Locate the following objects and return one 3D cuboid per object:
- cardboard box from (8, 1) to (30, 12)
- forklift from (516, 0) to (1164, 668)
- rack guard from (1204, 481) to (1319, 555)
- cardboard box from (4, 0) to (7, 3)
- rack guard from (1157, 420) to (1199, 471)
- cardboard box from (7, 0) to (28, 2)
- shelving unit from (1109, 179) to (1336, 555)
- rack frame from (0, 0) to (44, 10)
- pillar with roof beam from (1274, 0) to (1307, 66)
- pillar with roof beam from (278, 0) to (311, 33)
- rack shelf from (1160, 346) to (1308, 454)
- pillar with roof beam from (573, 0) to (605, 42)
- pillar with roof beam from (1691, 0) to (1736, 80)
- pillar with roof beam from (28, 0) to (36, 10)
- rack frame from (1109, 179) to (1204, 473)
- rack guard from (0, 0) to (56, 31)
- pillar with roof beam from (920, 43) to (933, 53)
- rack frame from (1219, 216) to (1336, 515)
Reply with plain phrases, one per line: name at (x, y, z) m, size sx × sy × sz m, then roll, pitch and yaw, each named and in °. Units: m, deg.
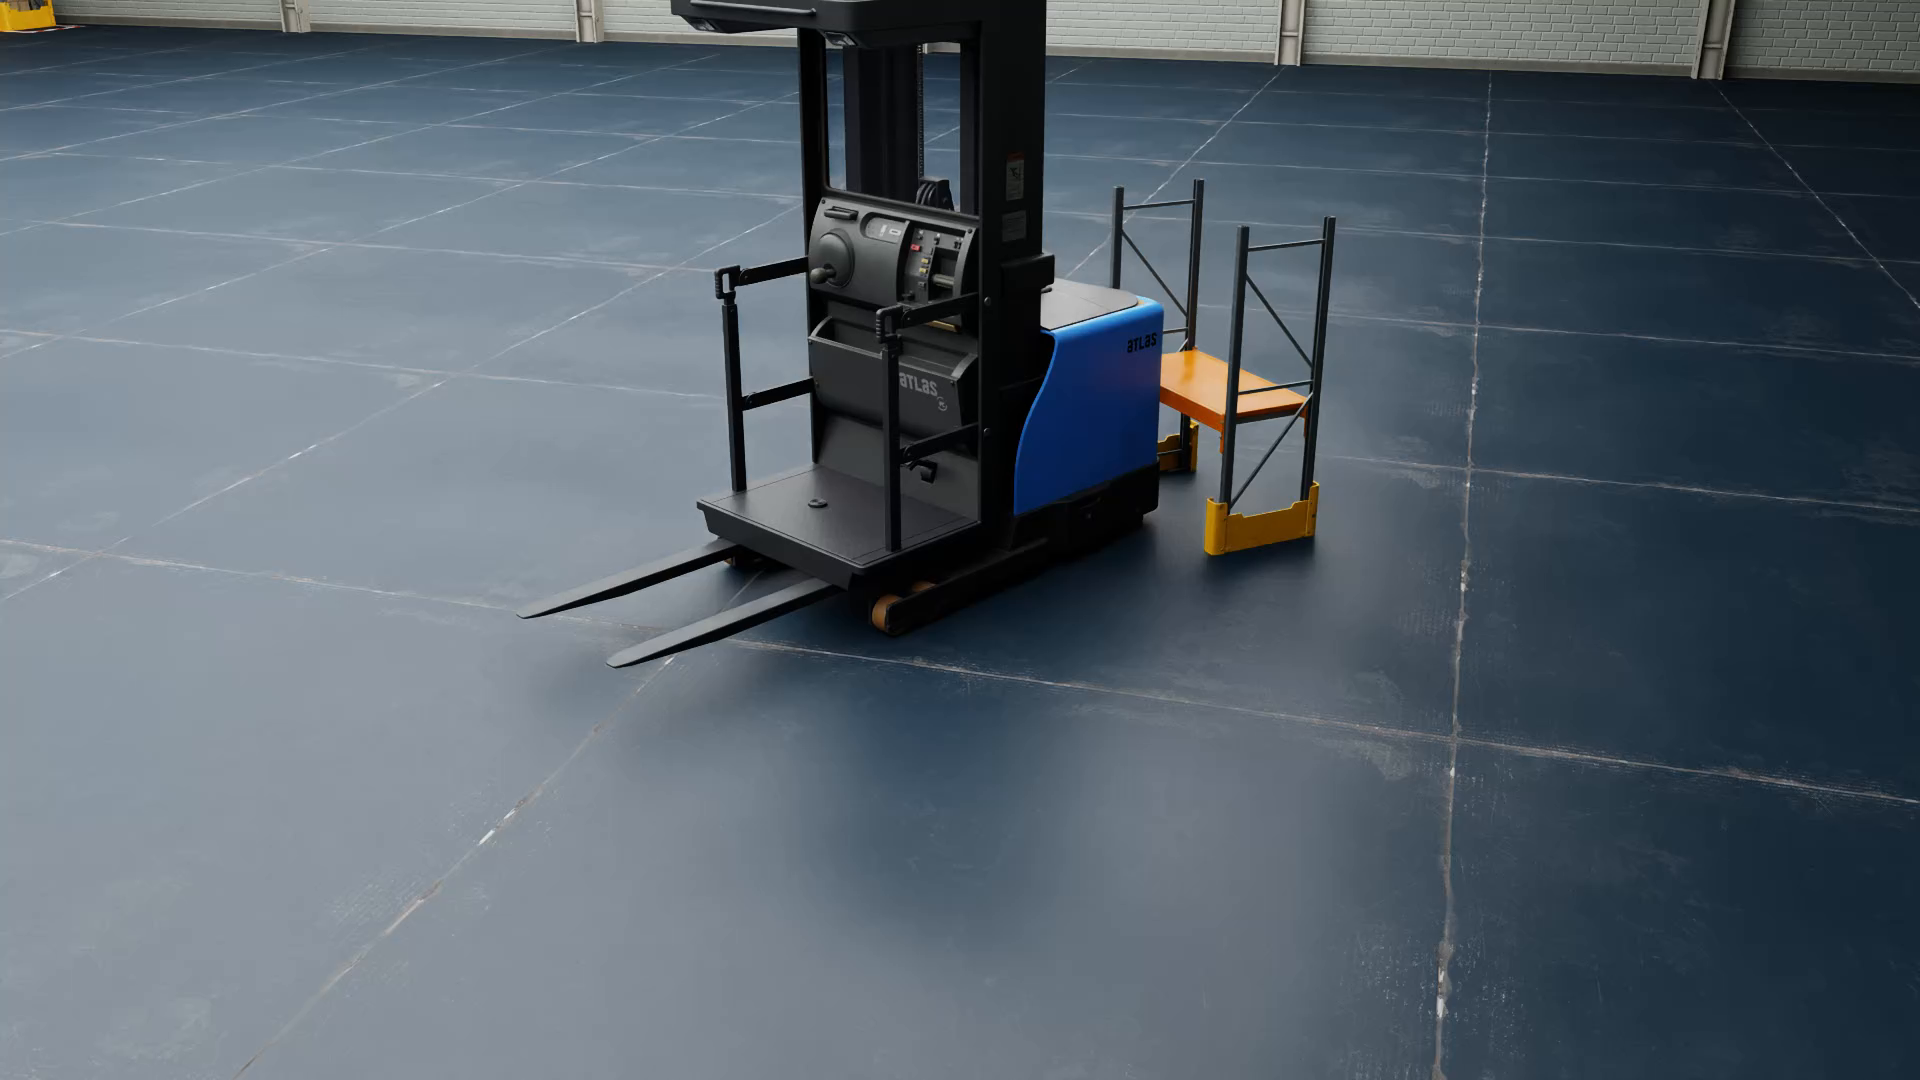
cardboard box at (-17.911, -10.017, 31.308) m, size 0.500 × 0.250 × 0.500 m, roll 7°, pitch 23°, yaw 16°
forklift at (-0.439, -1.186, 6.798) m, size 1.130 × 2.935 × 3.031 m, roll 20°, pitch 30°, yaw 40°
rack guard at (1.398, -0.106, 7.698) m, size 0.587 × 0.250 × 0.087 m, roll -11°, pitch 25°, yaw -24°
cardboard box at (-18.054, -10.063, 30.762) m, size 0.500 × 0.250 × 0.500 m, roll 6°, pitch 23°, yaw 15°
rack guard at (0.957, -0.445, 8.524) m, size 0.587 × 0.250 × 0.087 m, roll -11°, pitch 25°, yaw -24°
cardboard box at (-17.888, -10.251, 31.218) m, size 0.500 × 0.250 × 0.500 m, roll 7°, pitch 23°, yaw 16°
shelving unit at (1.179, -0.854, 7.874) m, size 0.587 × 1.500 × 1.083 m, roll -11°, pitch 25°, yaw -24°
rack frame at (-17.497, -10.970, 30.561) m, size 0.127 × 3.000 × 1.000 m, roll 7°, pitch 23°, yaw 16°
pillar with roof beam at (3.830, -9.954, 20.180) m, size 0.400 × 9.000 × 9.100 m, roll 7°, pitch 23°, yaw 16°
pillar with roof beam at (-13.403, -11.928, 24.991) m, size 0.400 × 9.000 × 9.100 m, roll 7°, pitch 23°, yaw 16°
rack shelf at (1.182, -0.684, 7.935) m, size 0.538 × 0.185 × 1.000 m, roll -11°, pitch 25°, yaw -24°
pillar with roof beam at (-7.659, -11.270, 23.387) m, size 0.400 × 9.000 × 9.100 m, roll 7°, pitch 23°, yaw 16°
pillar with roof beam at (9.574, -9.297, 18.577) m, size 0.400 × 9.000 × 9.100 m, roll 7°, pitch 23°, yaw 16°
pillar with roof beam at (-19.147, -12.585, 26.594) m, size 0.400 × 9.000 × 9.100 m, roll 7°, pitch 23°, yaw 16°
rack frame at (0.957, -1.024, 8.288) m, size 0.500 × 1.500 × 0.032 m, roll -11°, pitch 25°, yaw -24°
rack guard at (-17.474, -9.811, 31.029) m, size 0.348 × 0.500 × 1.175 m, roll 7°, pitch 23°, yaw 16°
pillar with roof beam at (-1.914, -10.612, 21.784) m, size 0.400 × 9.000 × 9.100 m, roll 7°, pitch 23°, yaw 16°
rack frame at (1.408, -0.678, 7.445) m, size 0.500 × 1.500 × 0.032 m, roll -11°, pitch 25°, yaw -24°
